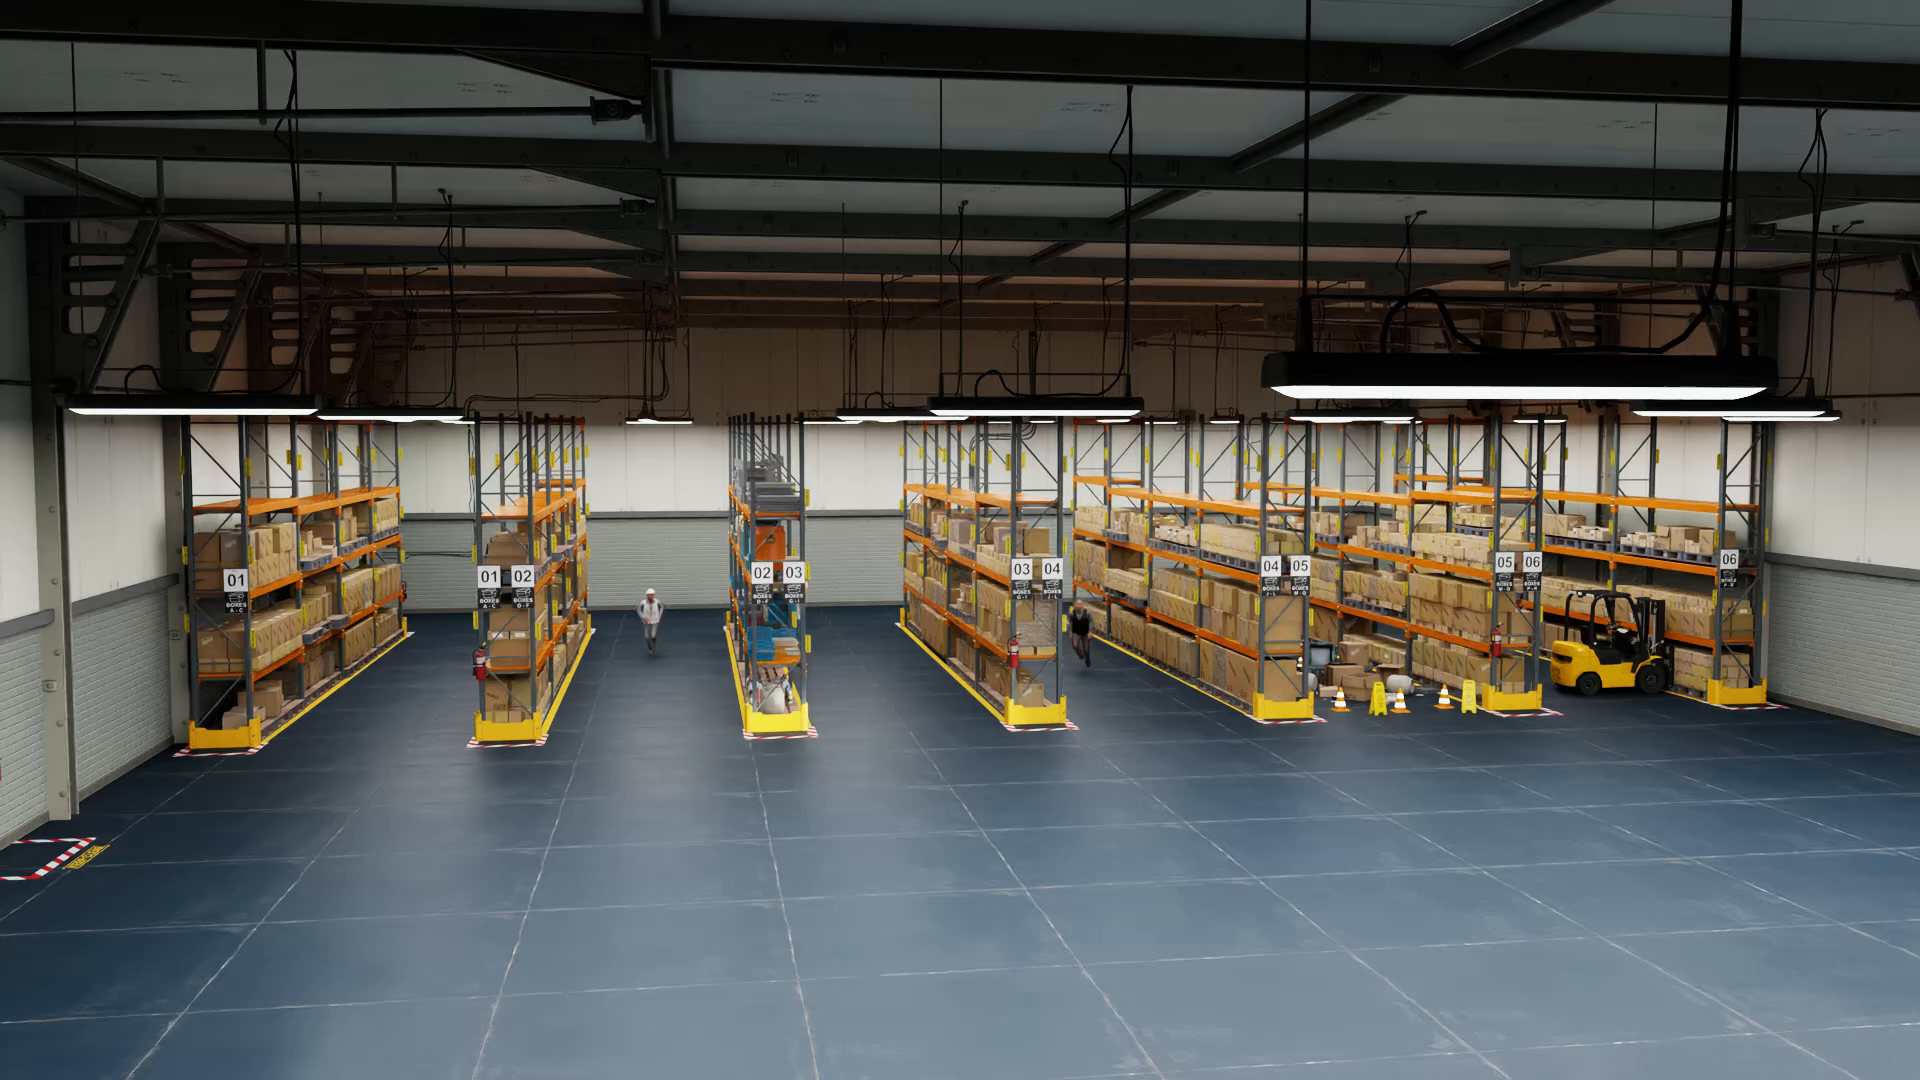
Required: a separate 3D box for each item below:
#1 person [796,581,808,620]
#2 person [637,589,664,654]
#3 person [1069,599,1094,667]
[{"bbox_3d":[-4.747,1.569,49.514,0.434,1.527,0.972,-1,4,-11],"label":"person"},{"bbox_3d":[-7.768,2.044,41.742,0.609,1.684,0.727,0,4,-1],"label":"person"},{"bbox_3d":[2.855,2.203,39.107,0.598,1.652,0.811,1,4,11],"label":"person"}]
